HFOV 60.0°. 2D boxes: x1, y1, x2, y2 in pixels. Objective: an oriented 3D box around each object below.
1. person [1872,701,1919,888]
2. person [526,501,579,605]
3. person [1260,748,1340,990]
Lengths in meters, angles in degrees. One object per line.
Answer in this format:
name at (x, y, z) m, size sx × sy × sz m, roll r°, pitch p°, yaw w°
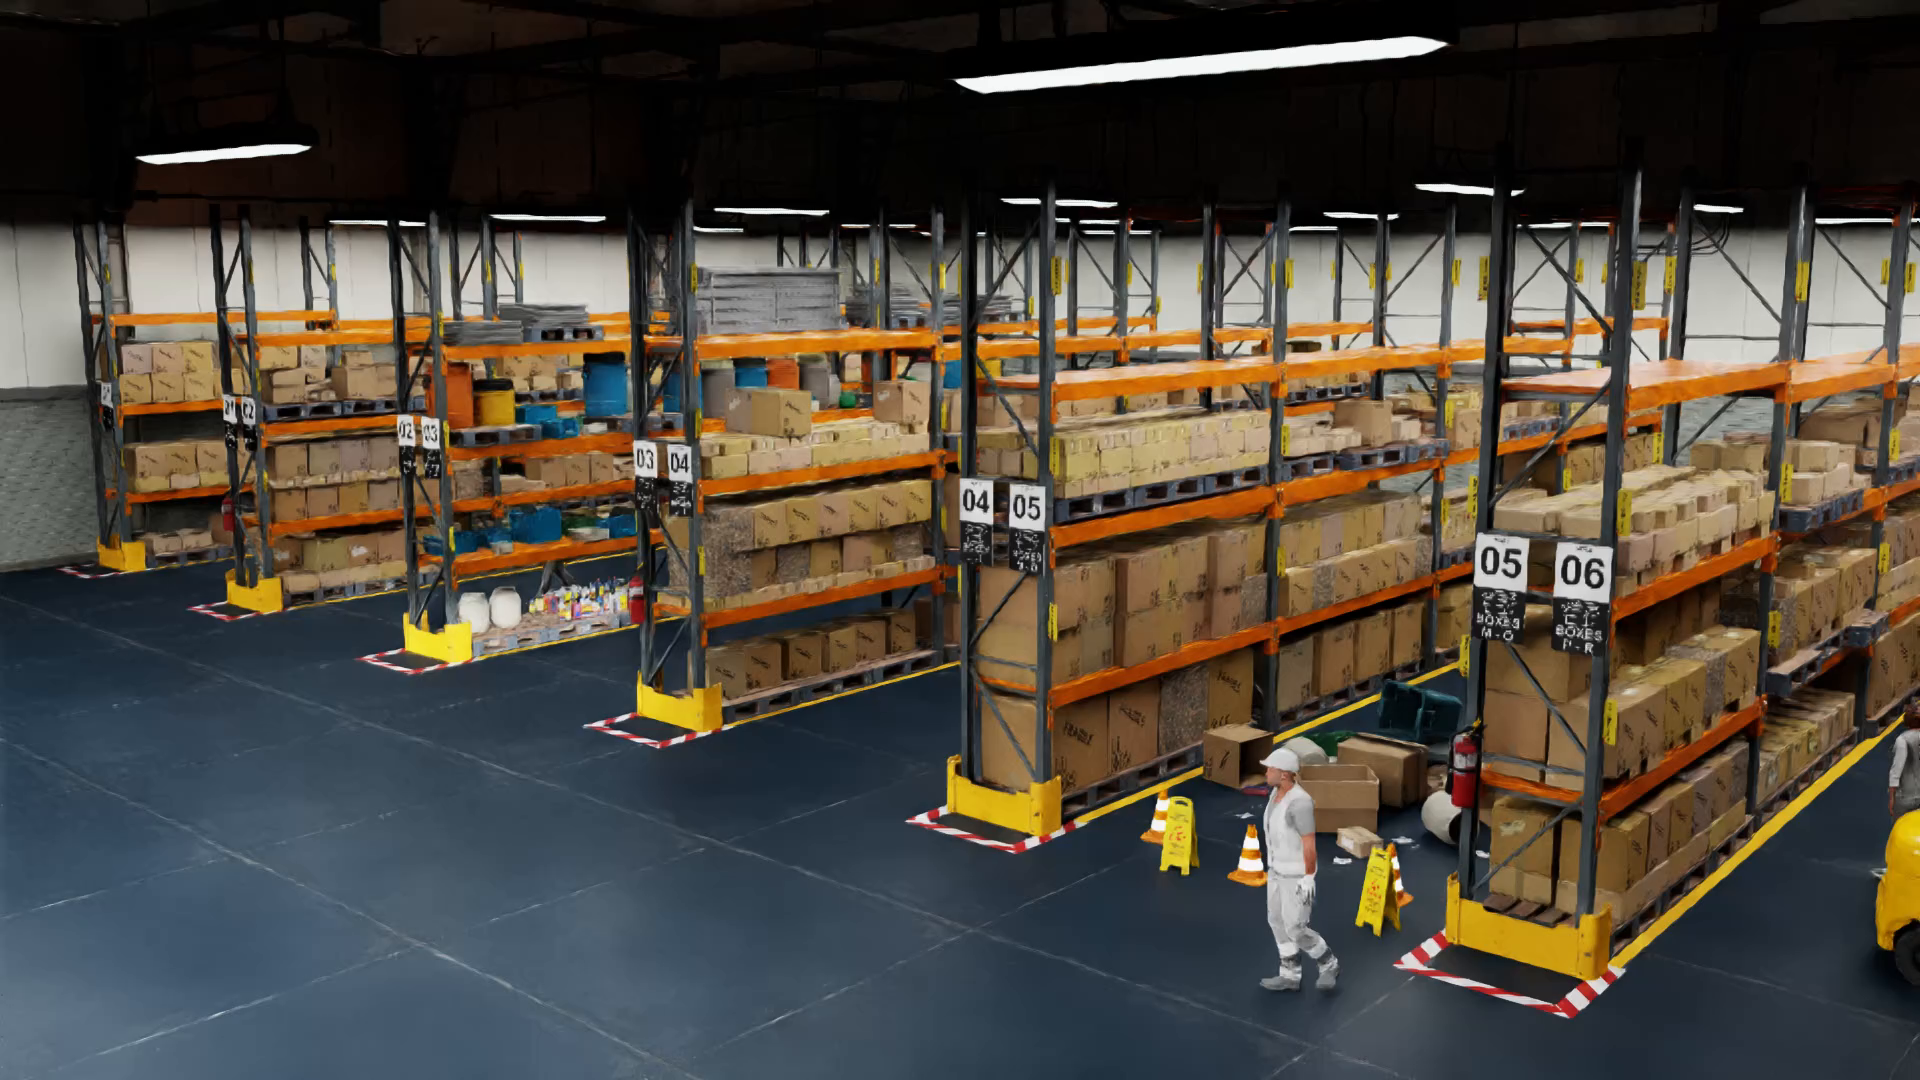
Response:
person at (7.830, 2.108, 13.776) m, size 0.509 × 1.596 × 0.493 m, roll -4°, pitch 10°, yaw -23°
person at (-6.245, 0.181, 25.328) m, size 0.447 × 1.574 × 1.088 m, roll 9°, pitch 13°, yaw 43°
person at (2.422, 2.352, 11.841) m, size 0.577 × 1.777 × 0.585 m, roll -2°, pitch 10°, yaw -14°
